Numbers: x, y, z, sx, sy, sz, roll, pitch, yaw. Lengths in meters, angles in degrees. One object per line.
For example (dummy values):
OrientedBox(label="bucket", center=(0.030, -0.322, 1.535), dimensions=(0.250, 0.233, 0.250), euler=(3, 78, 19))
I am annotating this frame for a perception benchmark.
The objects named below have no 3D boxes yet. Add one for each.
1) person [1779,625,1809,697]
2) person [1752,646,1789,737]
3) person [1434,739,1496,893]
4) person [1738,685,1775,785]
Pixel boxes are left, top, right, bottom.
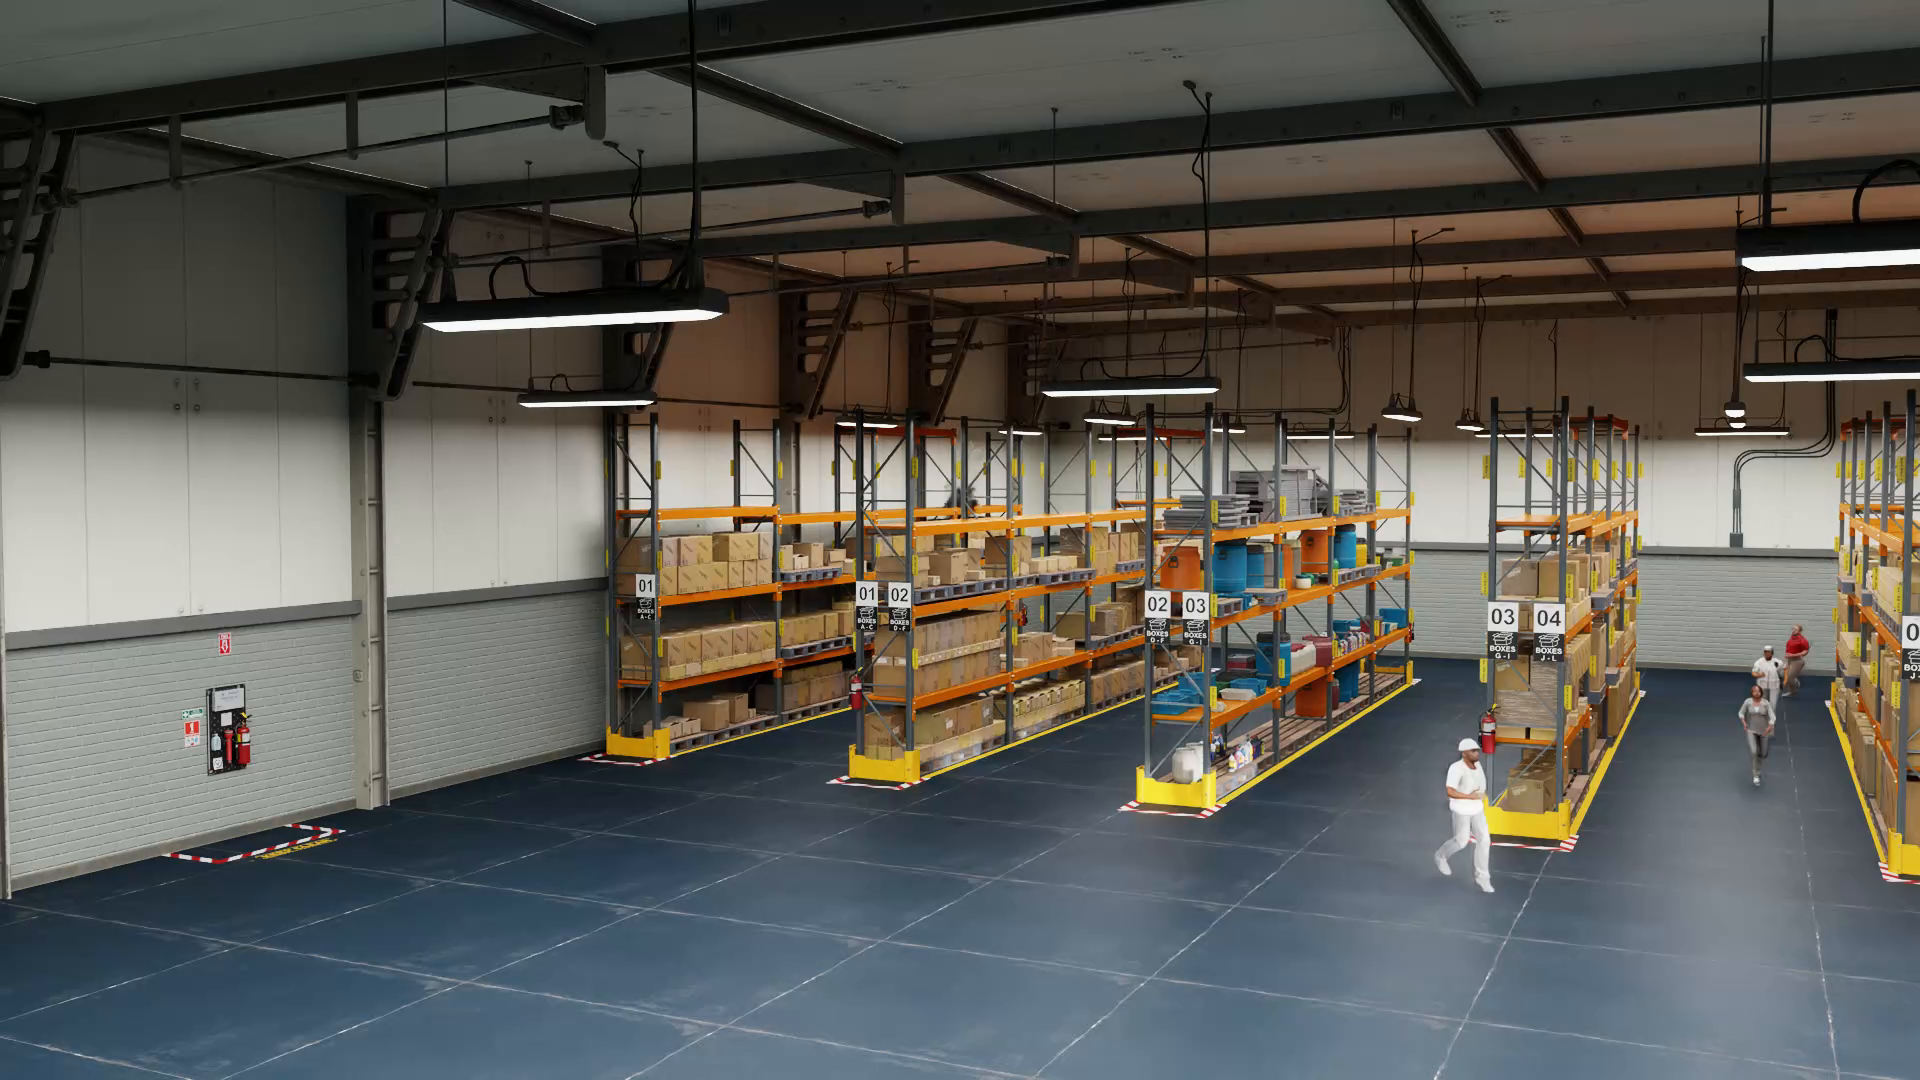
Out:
OrientedBox(label="person", center=(18.302, 2.654, 36.447), dimensions=(0.591, 1.630, 0.763), euler=(0, 2, -7))
OrientedBox(label="person", center=(15.362, 2.841, 31.579), dimensions=(0.609, 1.666, 0.940), euler=(2, 3, 33))
OrientedBox(label="person", center=(6.072, 3.291, 20.018), dimensions=(0.729, 1.828, 0.911), euler=(-2, 3, -33))
OrientedBox(label="person", center=(12.832, 3.118, 26.786), dimensions=(0.530, 1.572, 0.853), euler=(1, 3, 19))
